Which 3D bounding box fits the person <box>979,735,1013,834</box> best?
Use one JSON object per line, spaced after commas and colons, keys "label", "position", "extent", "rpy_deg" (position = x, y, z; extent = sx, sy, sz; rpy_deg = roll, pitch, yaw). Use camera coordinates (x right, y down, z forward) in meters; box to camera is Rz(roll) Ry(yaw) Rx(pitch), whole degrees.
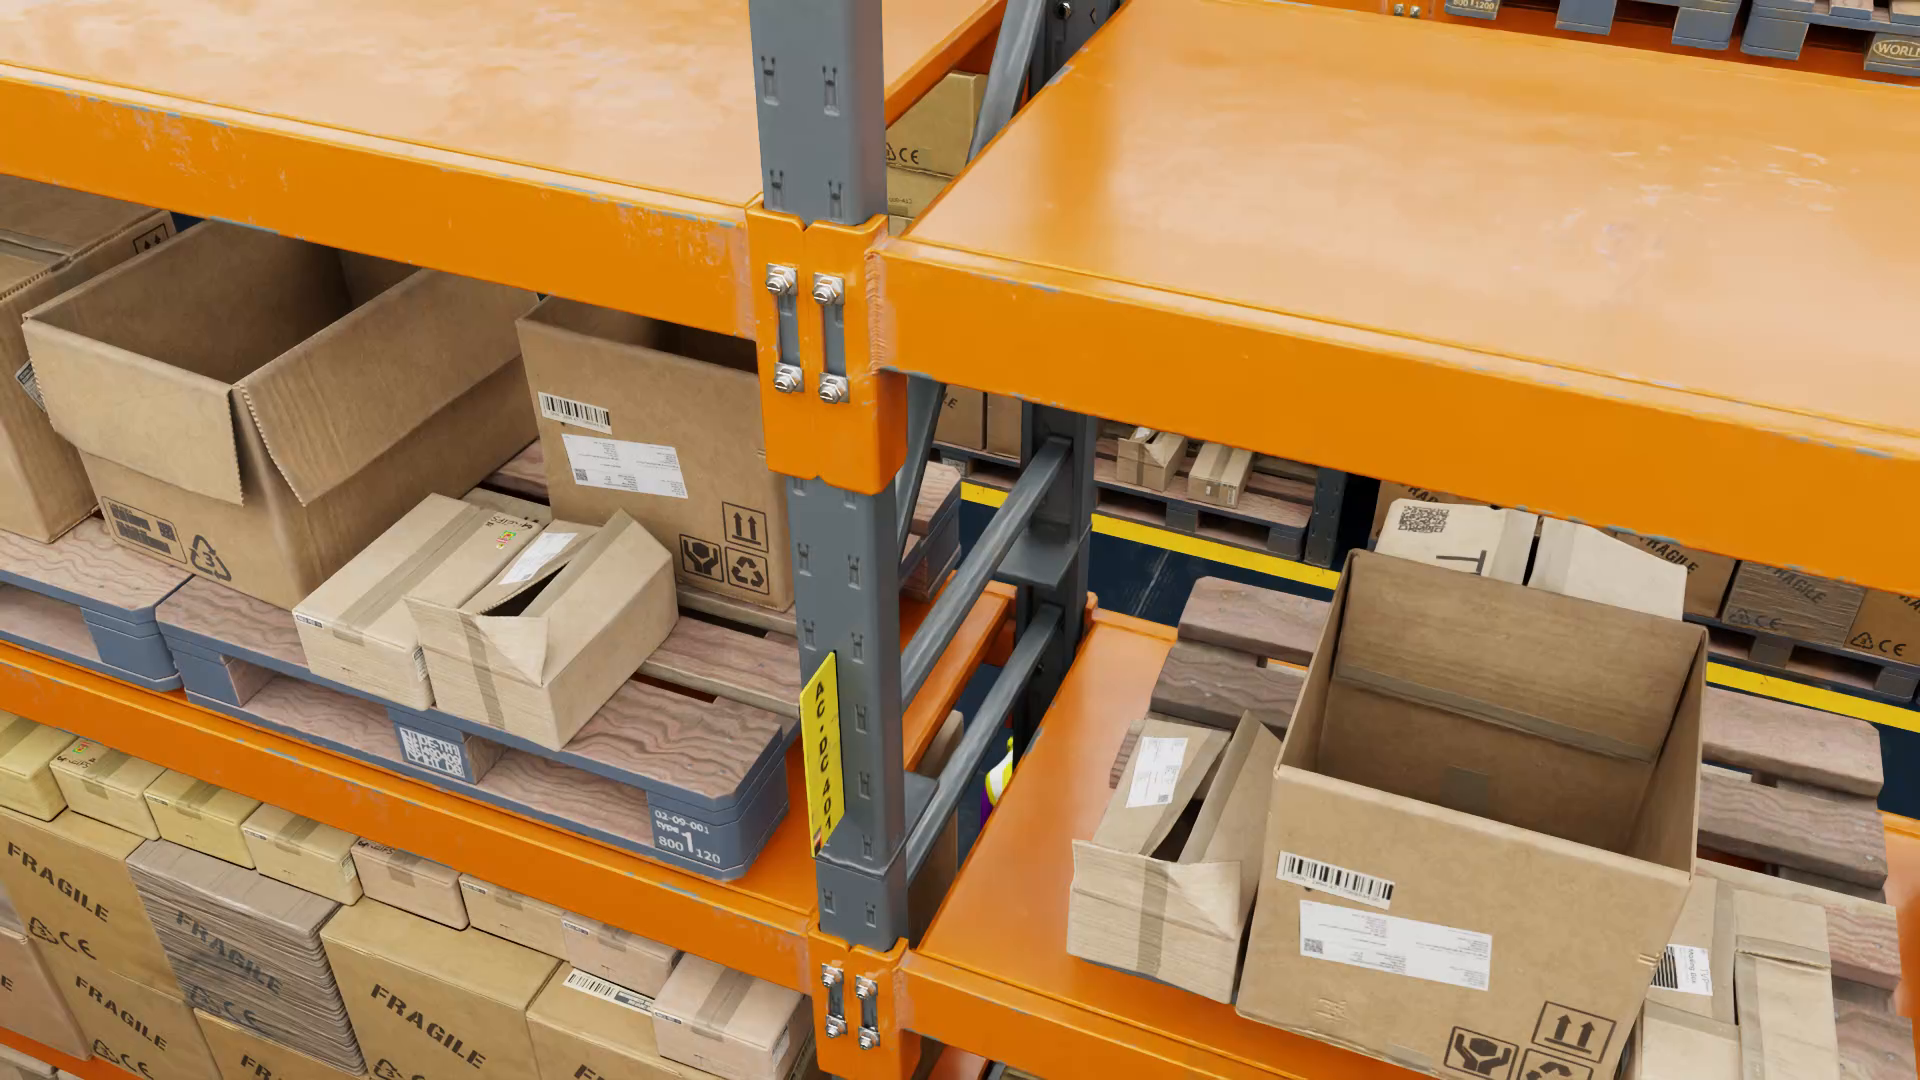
{"label": "person", "position": [0.354, 1.093, 5.969], "extent": [0.526, 1.034, 0.963], "rpy_deg": [12, 39, 16]}
